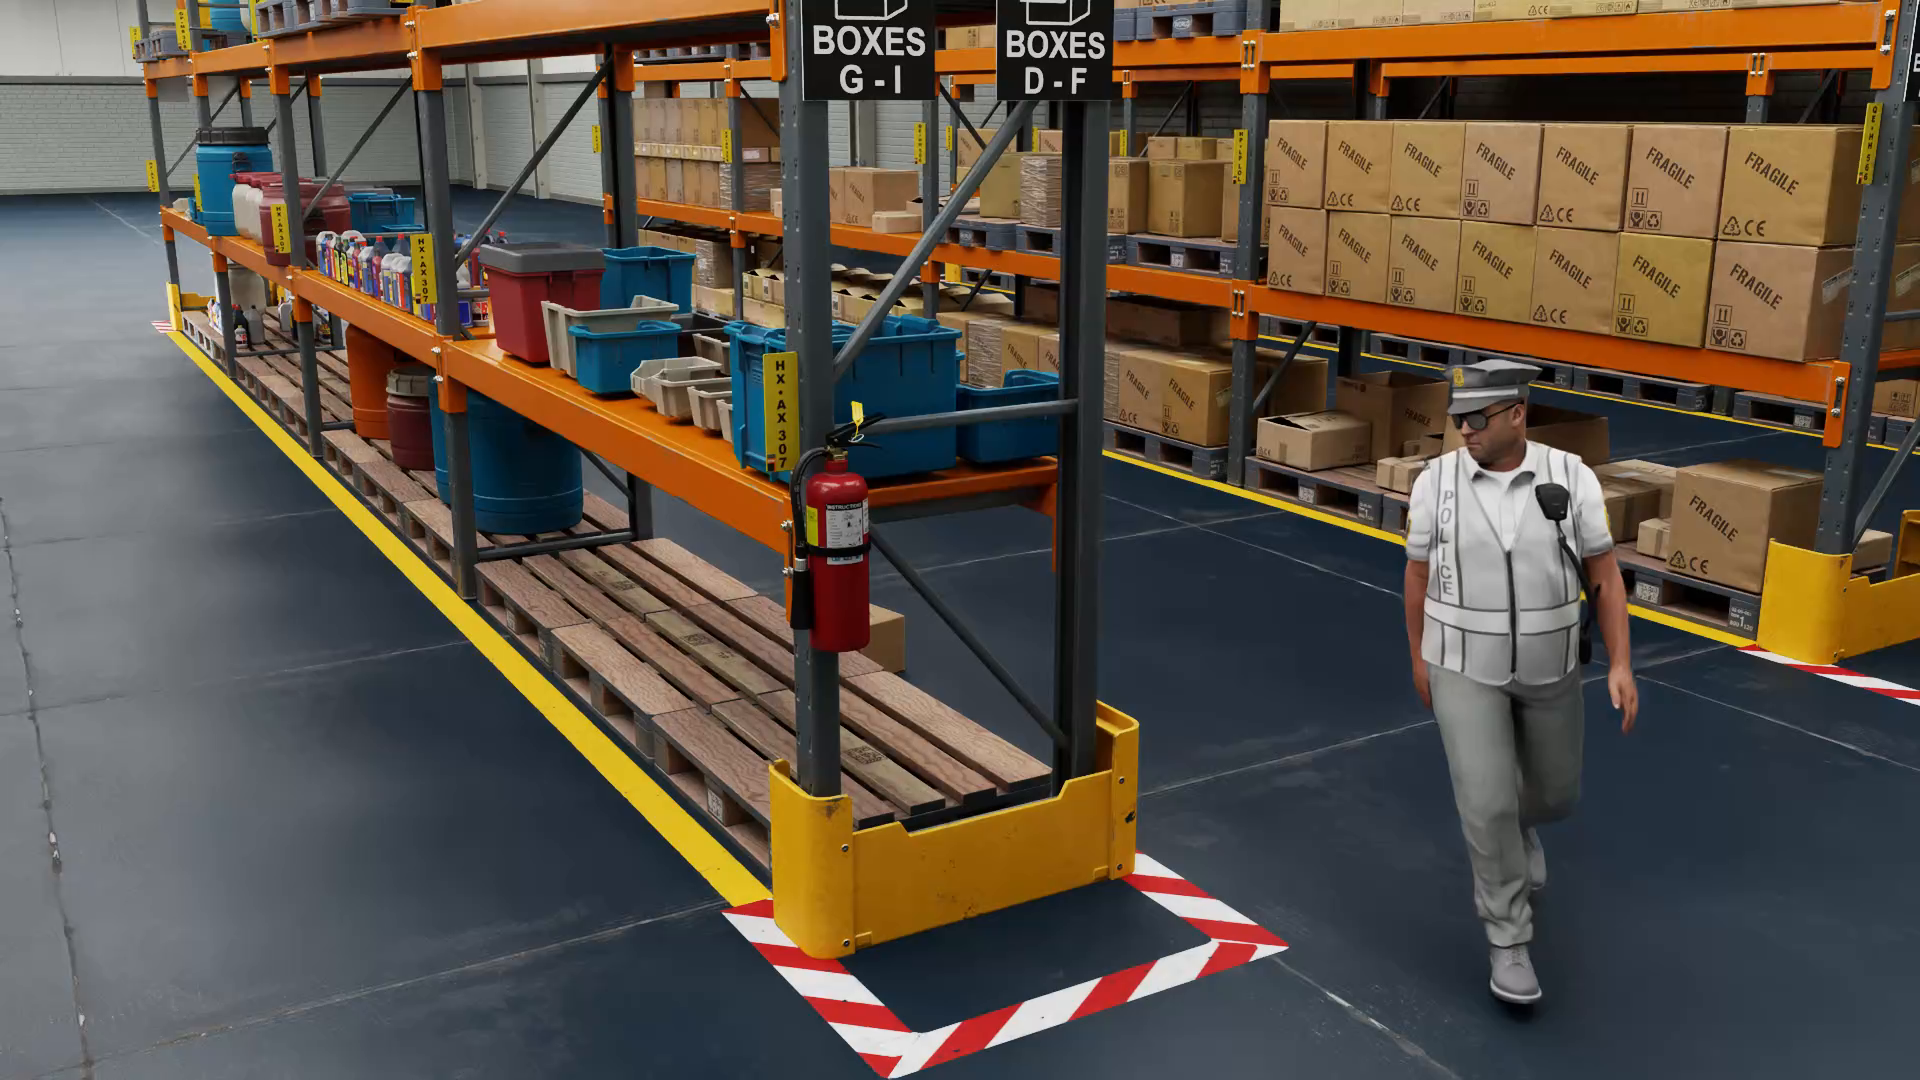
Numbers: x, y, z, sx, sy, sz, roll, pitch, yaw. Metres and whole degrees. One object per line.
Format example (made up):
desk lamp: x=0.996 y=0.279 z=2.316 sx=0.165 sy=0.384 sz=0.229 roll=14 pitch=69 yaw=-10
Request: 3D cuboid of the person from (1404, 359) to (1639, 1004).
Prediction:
person: x=1.558 y=0.339 z=4.703 sx=0.612 sy=1.704 sz=0.910 roll=2 pitch=15 yaw=7
